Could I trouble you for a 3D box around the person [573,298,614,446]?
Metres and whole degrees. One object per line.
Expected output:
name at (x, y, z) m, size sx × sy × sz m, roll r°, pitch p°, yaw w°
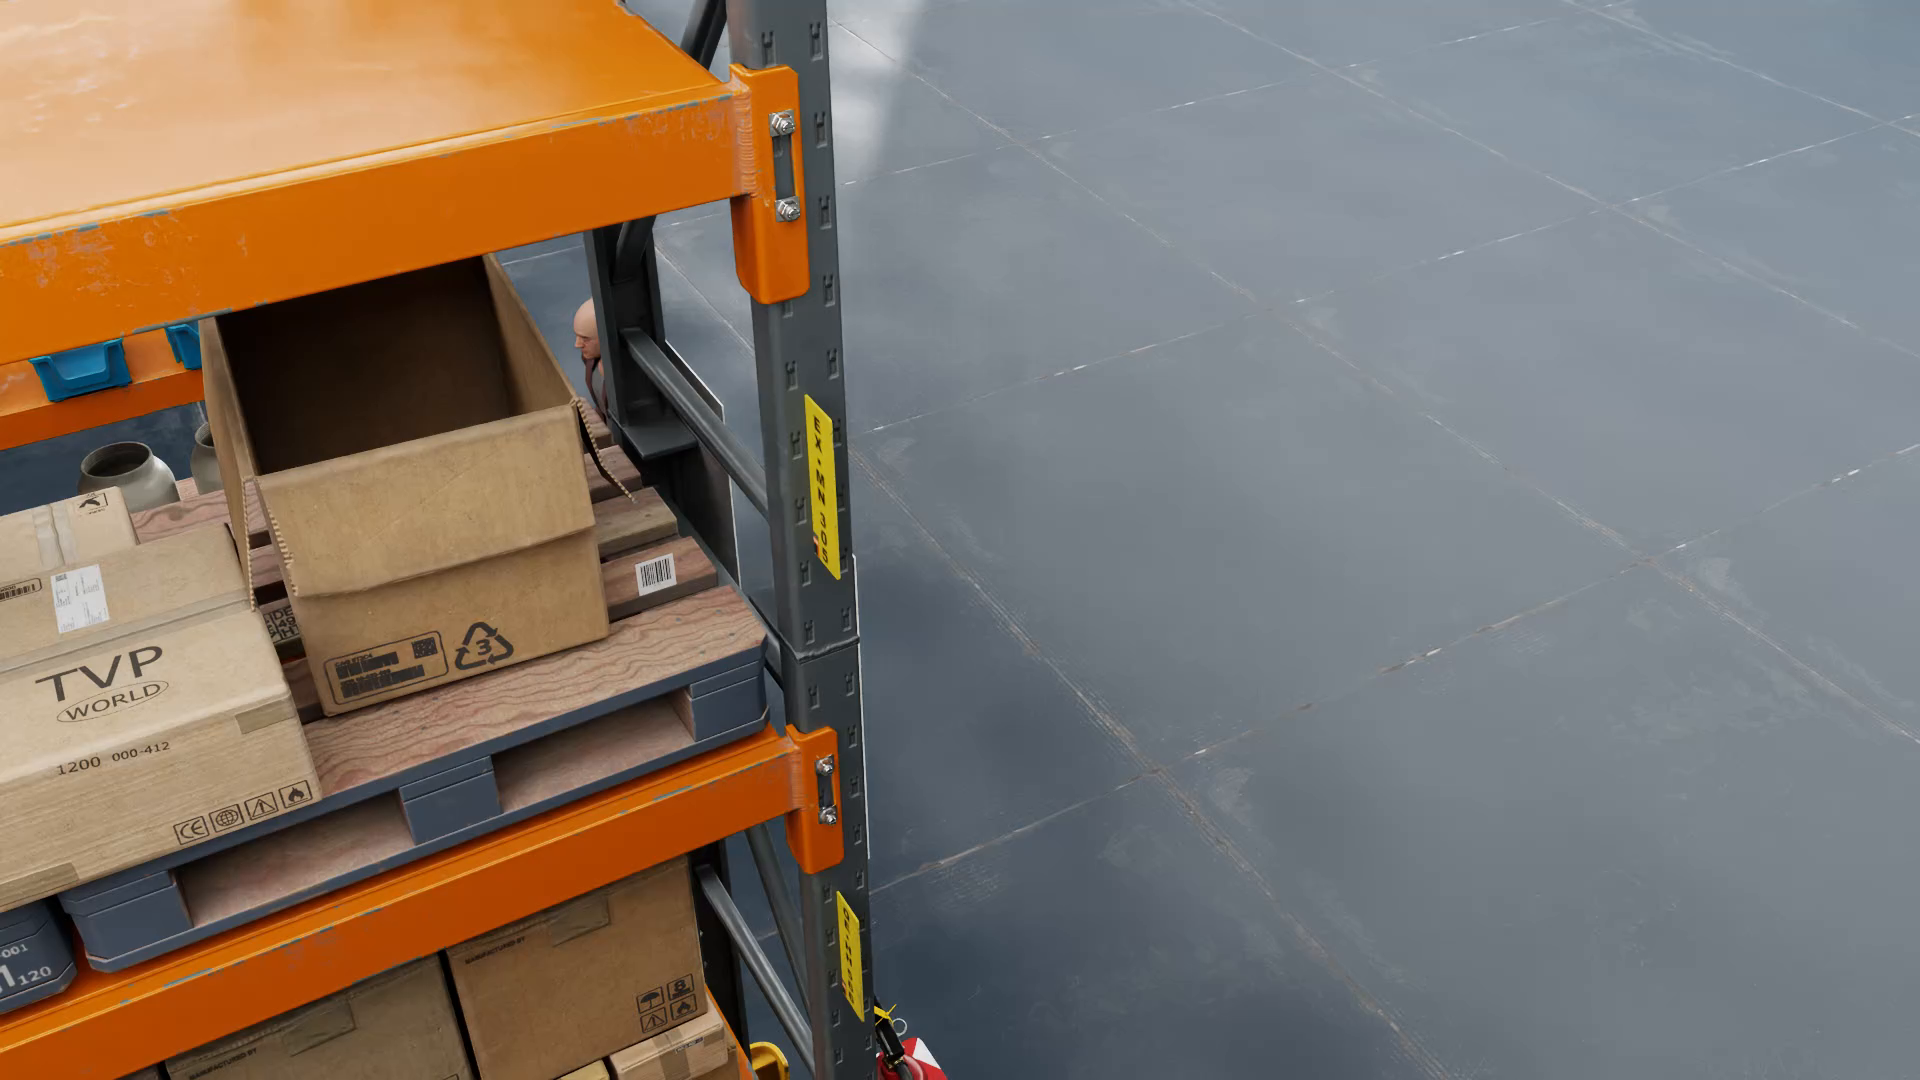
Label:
person at (-1.457, -0.219, 7.395) m, size 0.429 × 1.590 × 0.649 m, roll -22°, pitch 41°, yaw -27°
